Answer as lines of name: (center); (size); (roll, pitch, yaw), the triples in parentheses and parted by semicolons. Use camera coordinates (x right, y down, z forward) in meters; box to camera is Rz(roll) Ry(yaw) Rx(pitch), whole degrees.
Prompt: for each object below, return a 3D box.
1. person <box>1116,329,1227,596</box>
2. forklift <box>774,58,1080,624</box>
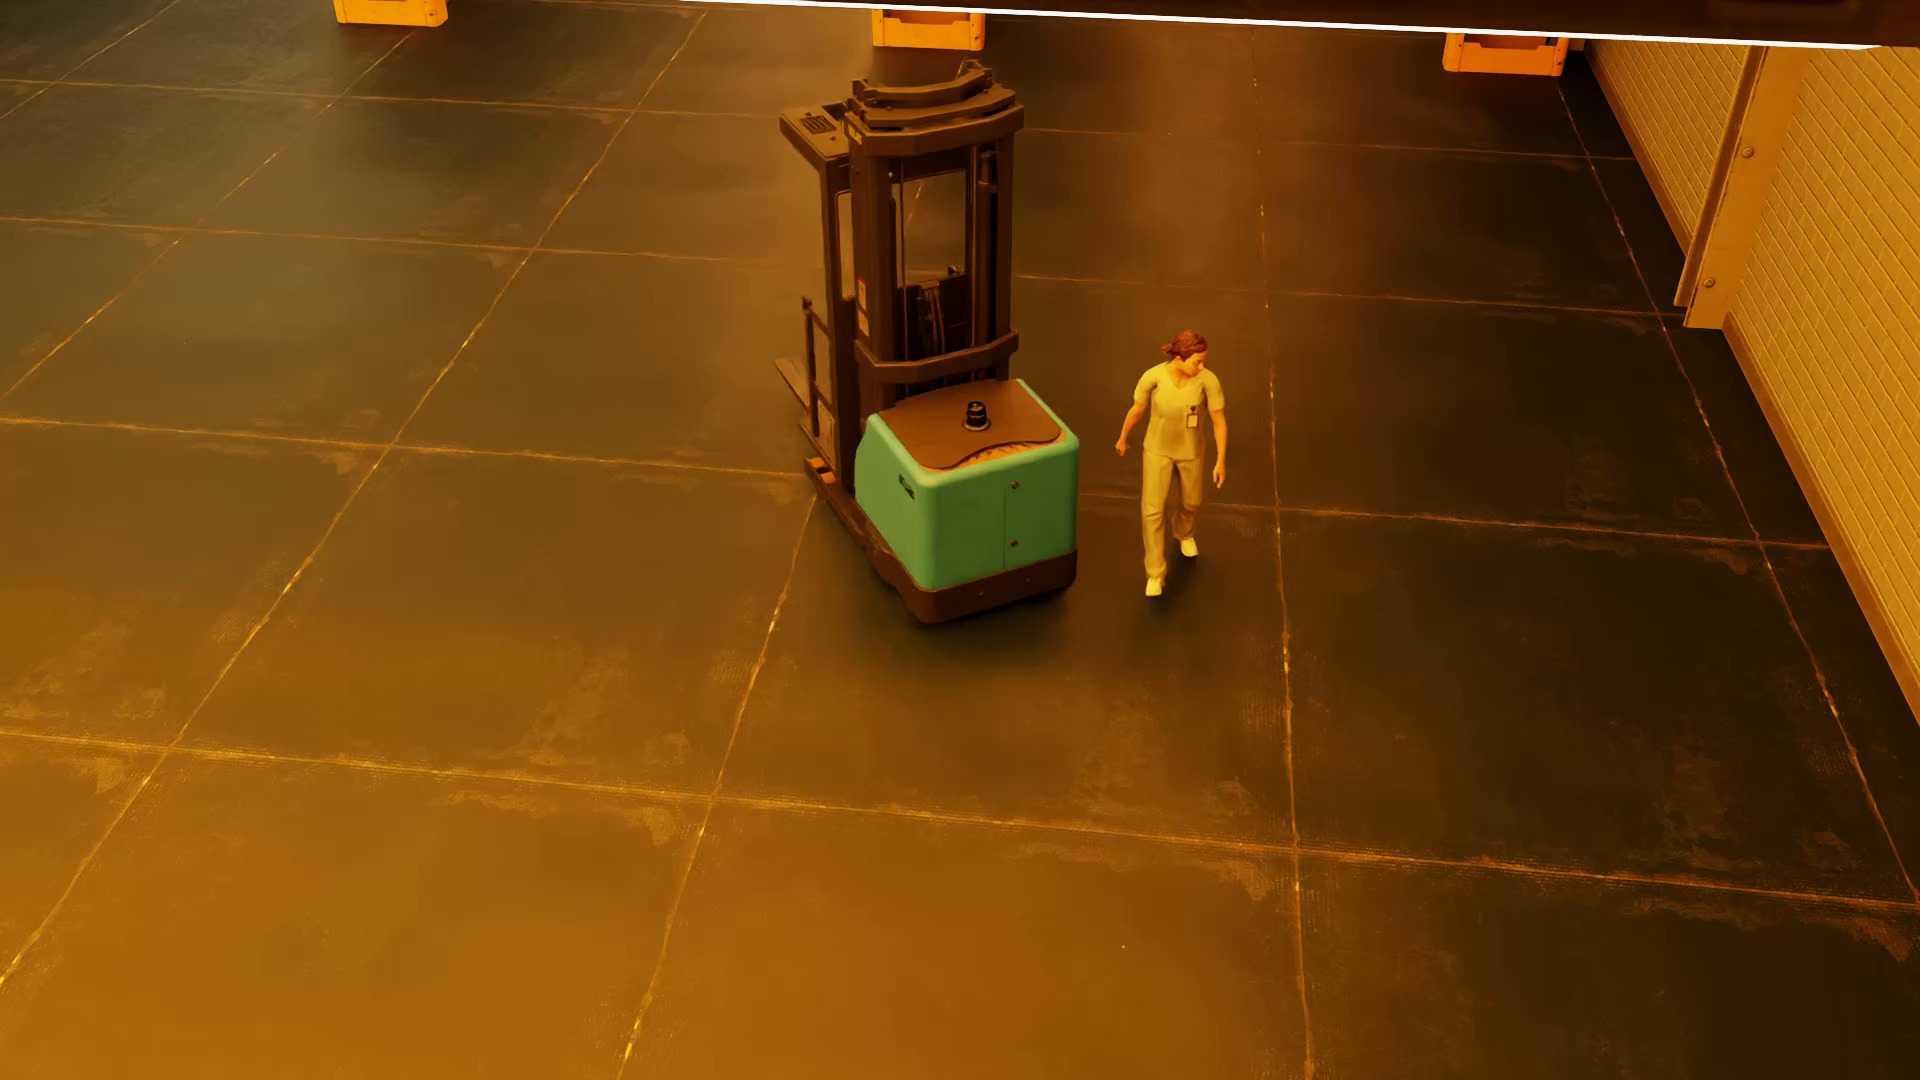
person: (1.233, -0.471, 9.712); (0.623, 1.628, 0.833); (1, 36, 2)
forklift: (-0.380, -1.556, 10.141); (1.130, 2.935, 3.031); (-16, 39, -20)
